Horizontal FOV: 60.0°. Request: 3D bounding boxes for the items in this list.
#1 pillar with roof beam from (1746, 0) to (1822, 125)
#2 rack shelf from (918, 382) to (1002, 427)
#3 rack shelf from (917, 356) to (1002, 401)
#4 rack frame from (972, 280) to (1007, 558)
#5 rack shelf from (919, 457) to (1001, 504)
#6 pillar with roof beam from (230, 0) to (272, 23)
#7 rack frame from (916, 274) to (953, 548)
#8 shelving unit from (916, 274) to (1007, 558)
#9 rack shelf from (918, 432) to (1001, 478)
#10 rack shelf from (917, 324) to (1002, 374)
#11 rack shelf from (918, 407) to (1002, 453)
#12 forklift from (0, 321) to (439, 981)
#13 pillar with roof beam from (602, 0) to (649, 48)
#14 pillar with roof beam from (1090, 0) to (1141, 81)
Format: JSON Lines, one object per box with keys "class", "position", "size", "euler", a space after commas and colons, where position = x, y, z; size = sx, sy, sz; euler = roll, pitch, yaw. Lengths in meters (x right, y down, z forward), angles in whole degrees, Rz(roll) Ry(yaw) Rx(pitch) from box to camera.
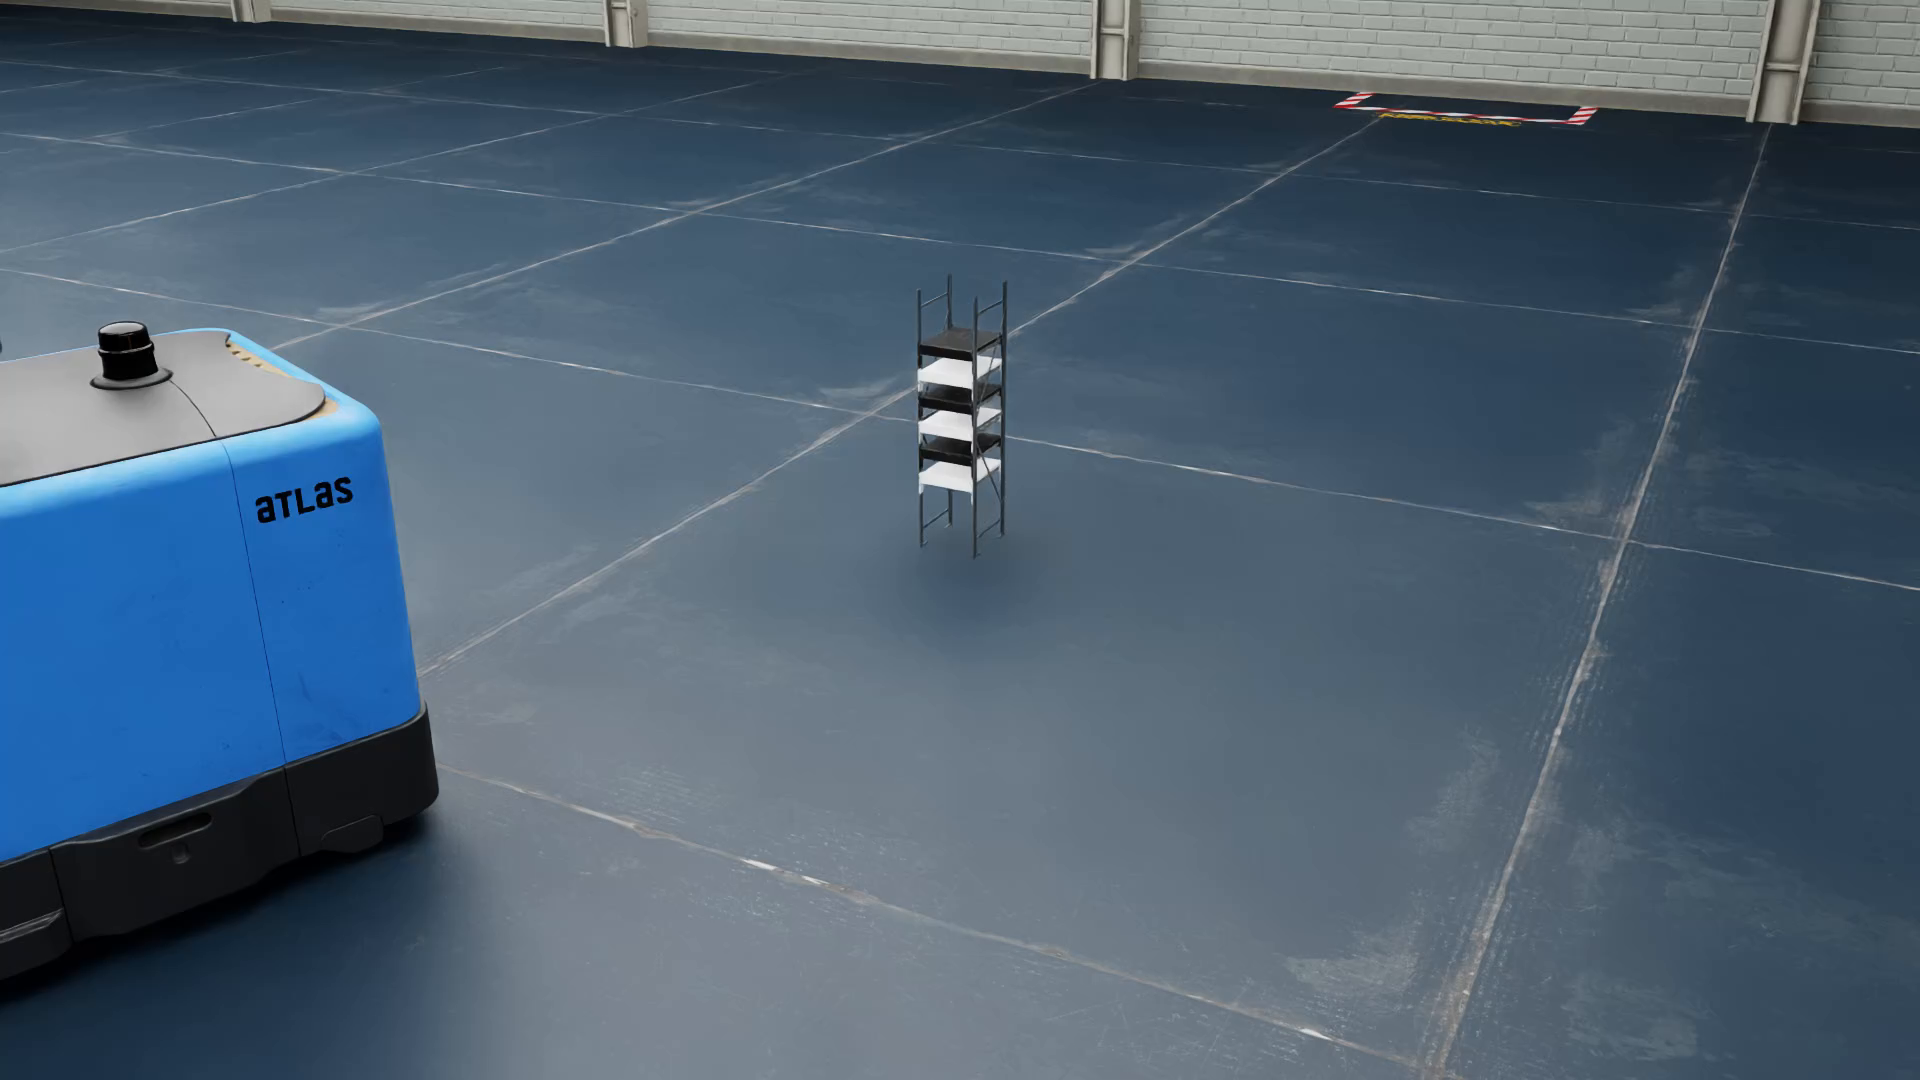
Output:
{"class": "pillar with roof beam", "position": [4.952, -6.193, 8.814], "size": [0.400, 9.000, 9.100], "euler": [11, 25, 25]}
{"class": "rack shelf", "position": [0.007, -0.465, 5.548], "size": [0.200, 0.077, 0.258], "euler": [11, 25, 25]}
{"class": "rack shelf", "position": [0.007, -0.548, 5.513], "size": [0.200, 0.077, 0.258], "euler": [11, 25, 25]}
{"class": "rack frame", "position": [0.098, -0.395, 5.528], "size": [0.006, 0.900, 0.240], "euler": [11, 25, 25]}
{"class": "rack shelf", "position": [0.007, -0.216, 5.654], "size": [0.200, 0.077, 0.258], "euler": [11, 25, 25]}
{"class": "pillar with roof beam", "position": [-11.112, -9.372, 16.288], "size": [0.400, 9.000, 9.100], "euler": [11, 25, 25]}
{"class": "rack frame", "position": [-0.083, -0.431, 5.613], "size": [0.006, 0.900, 0.240], "euler": [11, 25, 25]}
{"class": "shelving unit", "position": [0.007, -0.413, 5.571], "size": [0.210, 0.900, 0.258], "euler": [11, 25, 25]}
{"class": "rack shelf", "position": [0.007, -0.299, 5.619], "size": [0.200, 0.077, 0.258], "euler": [11, 25, 25]}
{"class": "rack shelf", "position": [0.007, -0.630, 5.478], "size": [0.200, 0.077, 0.258], "euler": [11, 25, 25]}
{"class": "rack shelf", "position": [0.007, -0.382, 5.584], "size": [0.200, 0.077, 0.258], "euler": [11, 25, 25]}
{"class": "forklift", "position": [-2.720, -0.408, 2.964], "size": [3.031, 2.935, 1.130], "euler": [-19, 30, -38]}
{"class": "pillar with roof beam", "position": [-5.757, -8.312, 13.797], "size": [0.400, 9.000, 9.100], "euler": [11, 25, 25]}
{"class": "pillar with roof beam", "position": [-0.403, -7.253, 11.306], "size": [0.400, 9.000, 9.100], "euler": [11, 25, 25]}
